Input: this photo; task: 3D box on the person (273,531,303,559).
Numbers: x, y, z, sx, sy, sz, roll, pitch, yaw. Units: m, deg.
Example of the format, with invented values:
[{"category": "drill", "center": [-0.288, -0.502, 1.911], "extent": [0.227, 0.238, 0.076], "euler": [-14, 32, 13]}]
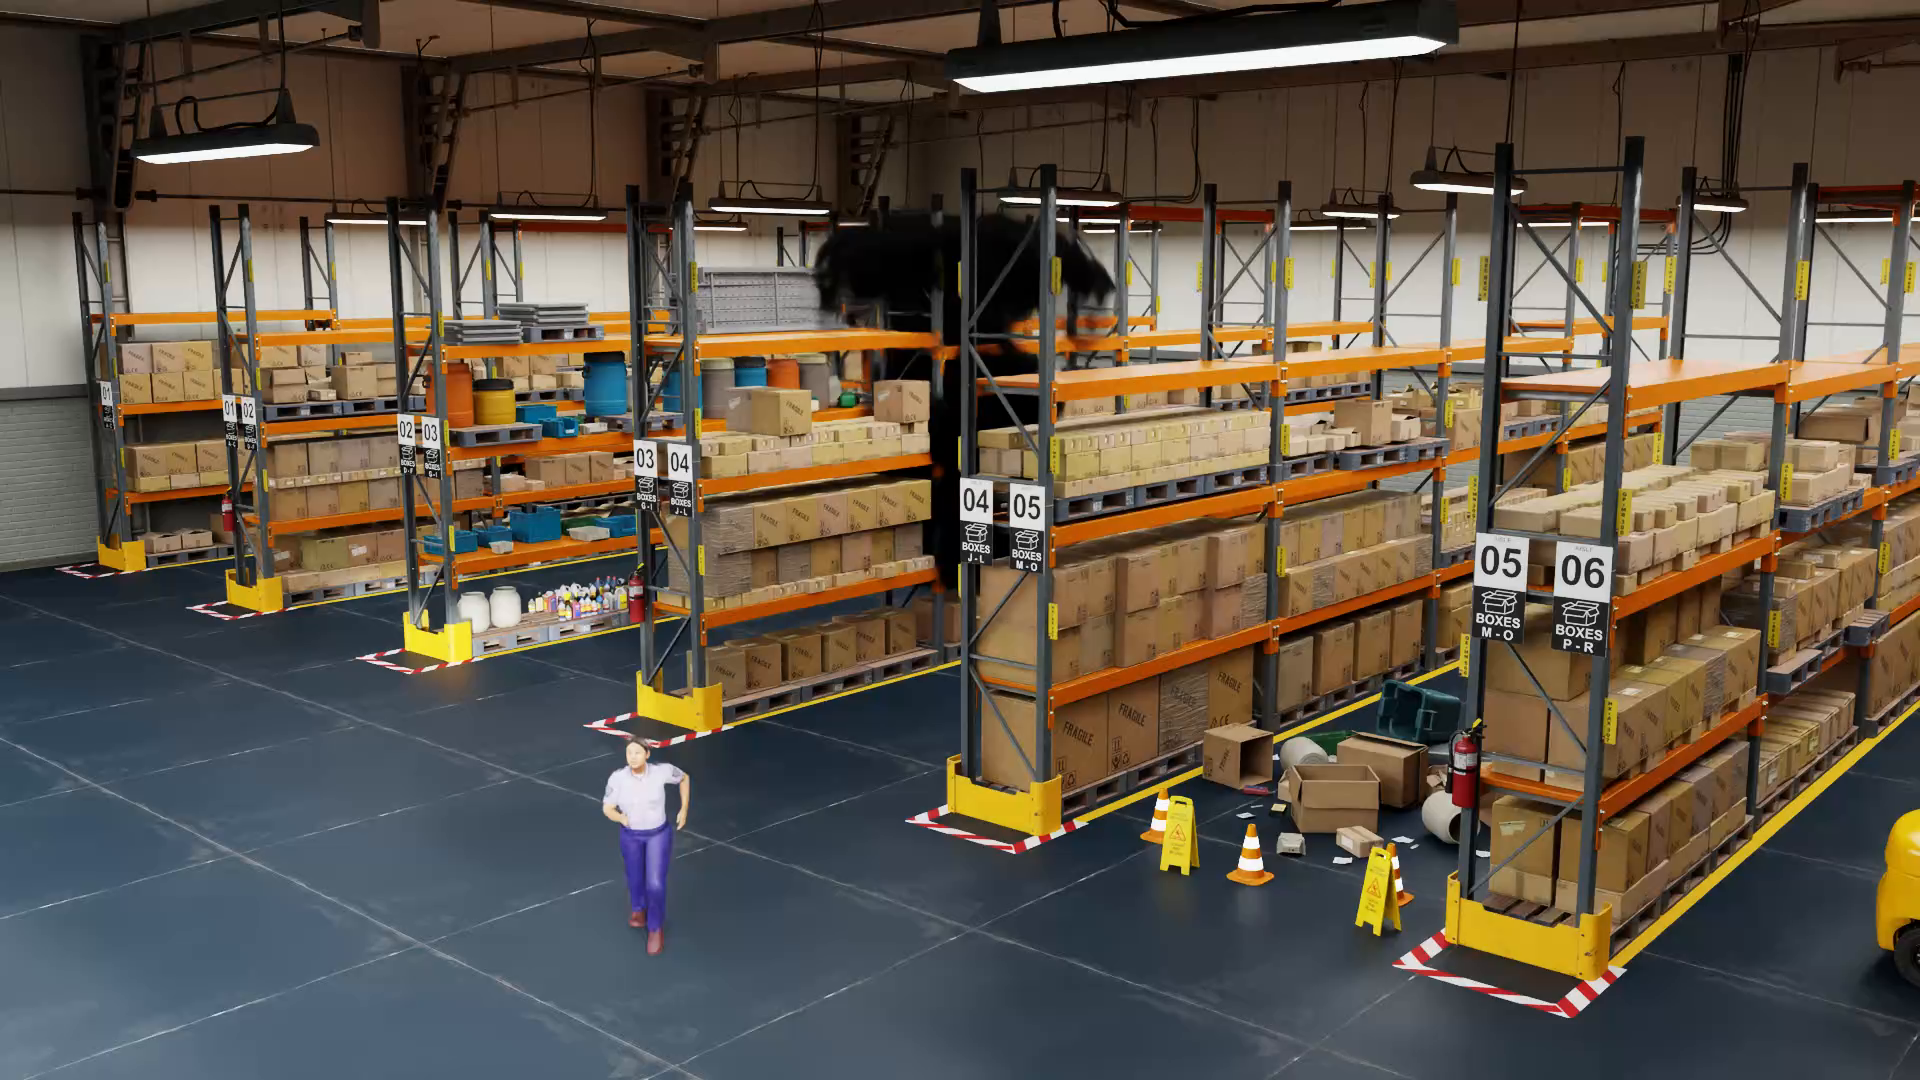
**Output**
[{"category": "person", "center": [-11.029, -0.190, 27.370], "extent": [0.636, 1.725, 0.813], "euler": [6, 11, 33]}]

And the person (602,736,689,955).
[{"category": "person", "center": [-2.380, 2.288, 12.643], "extent": [0.611, 1.669, 0.858], "euler": [0, 9, 0]}]
